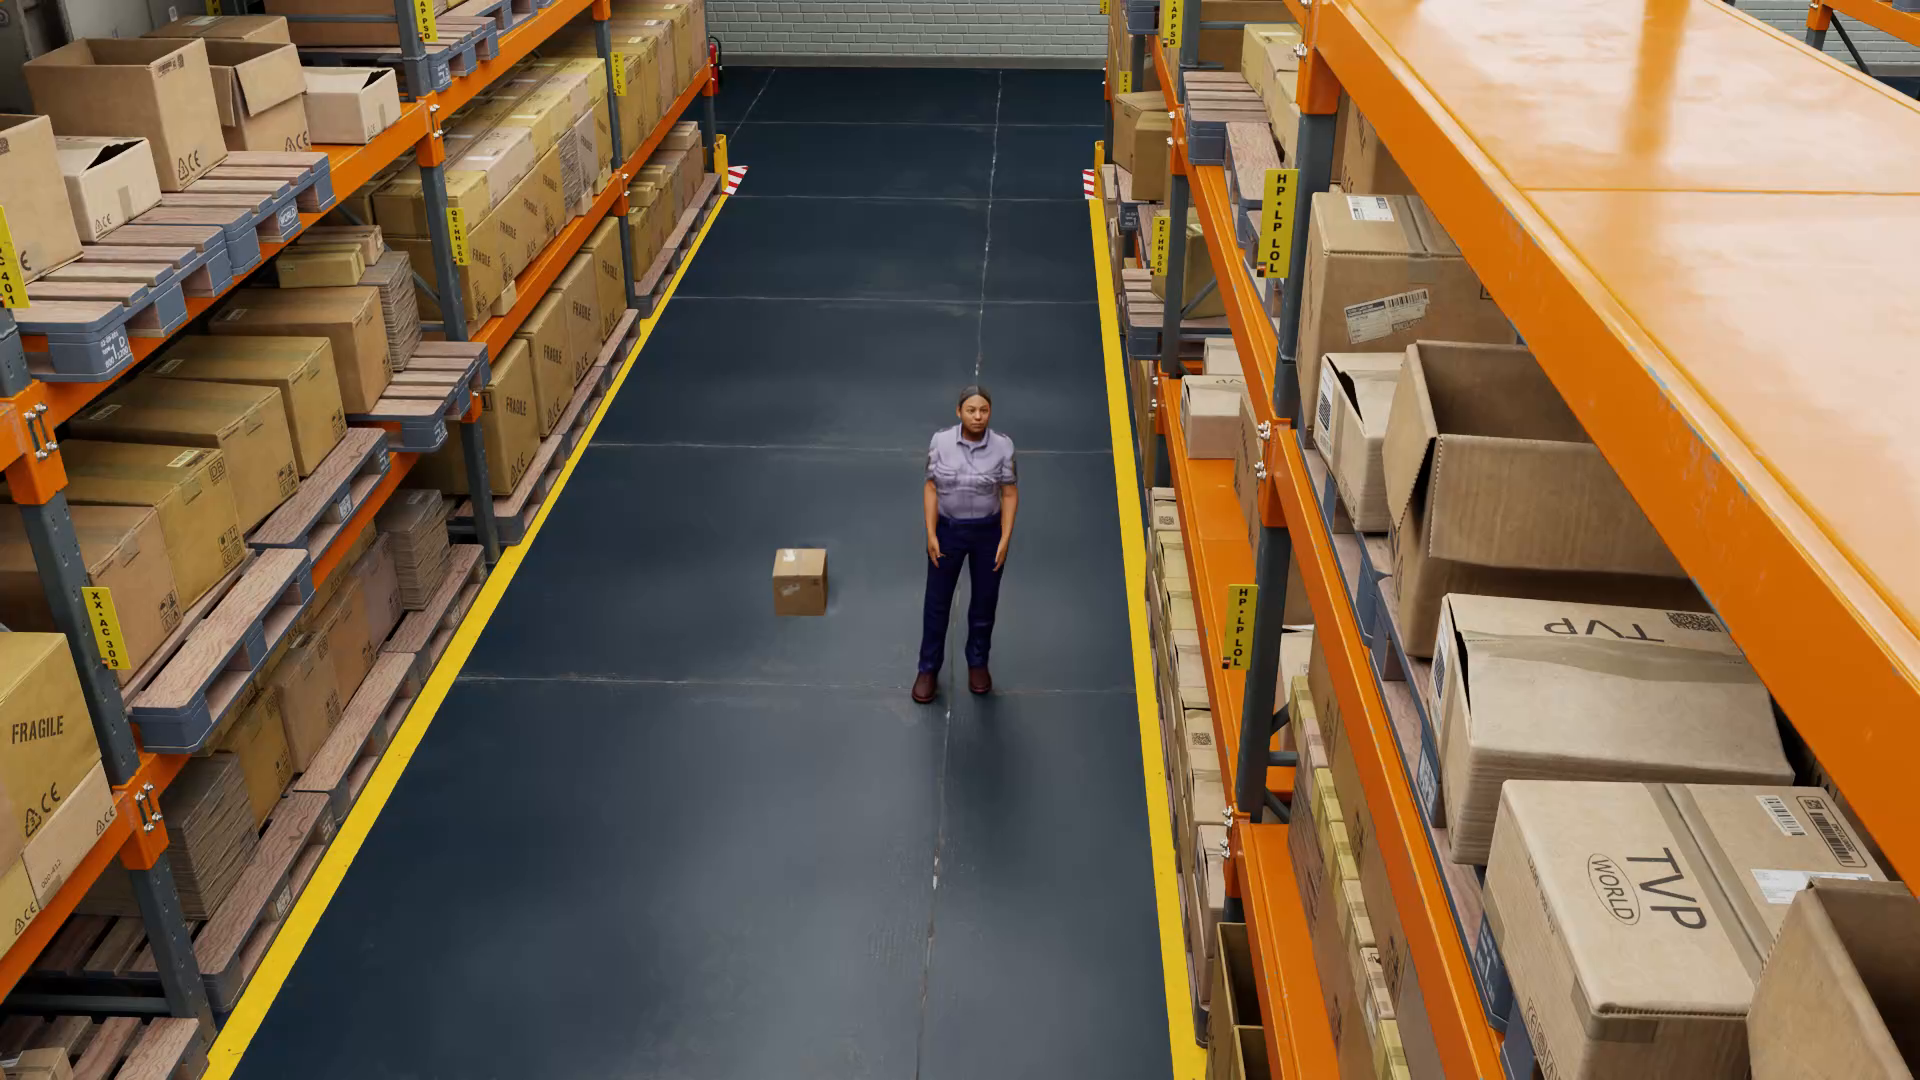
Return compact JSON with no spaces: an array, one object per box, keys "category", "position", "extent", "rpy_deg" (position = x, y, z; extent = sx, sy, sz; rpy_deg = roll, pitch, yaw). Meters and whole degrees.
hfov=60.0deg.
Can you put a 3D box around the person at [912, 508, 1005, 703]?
[{"category":"person","position":[0.000,0.304,8.717],"extent":[0.504,1.027,0.480],"rpy_deg":[1,28,1]}]
